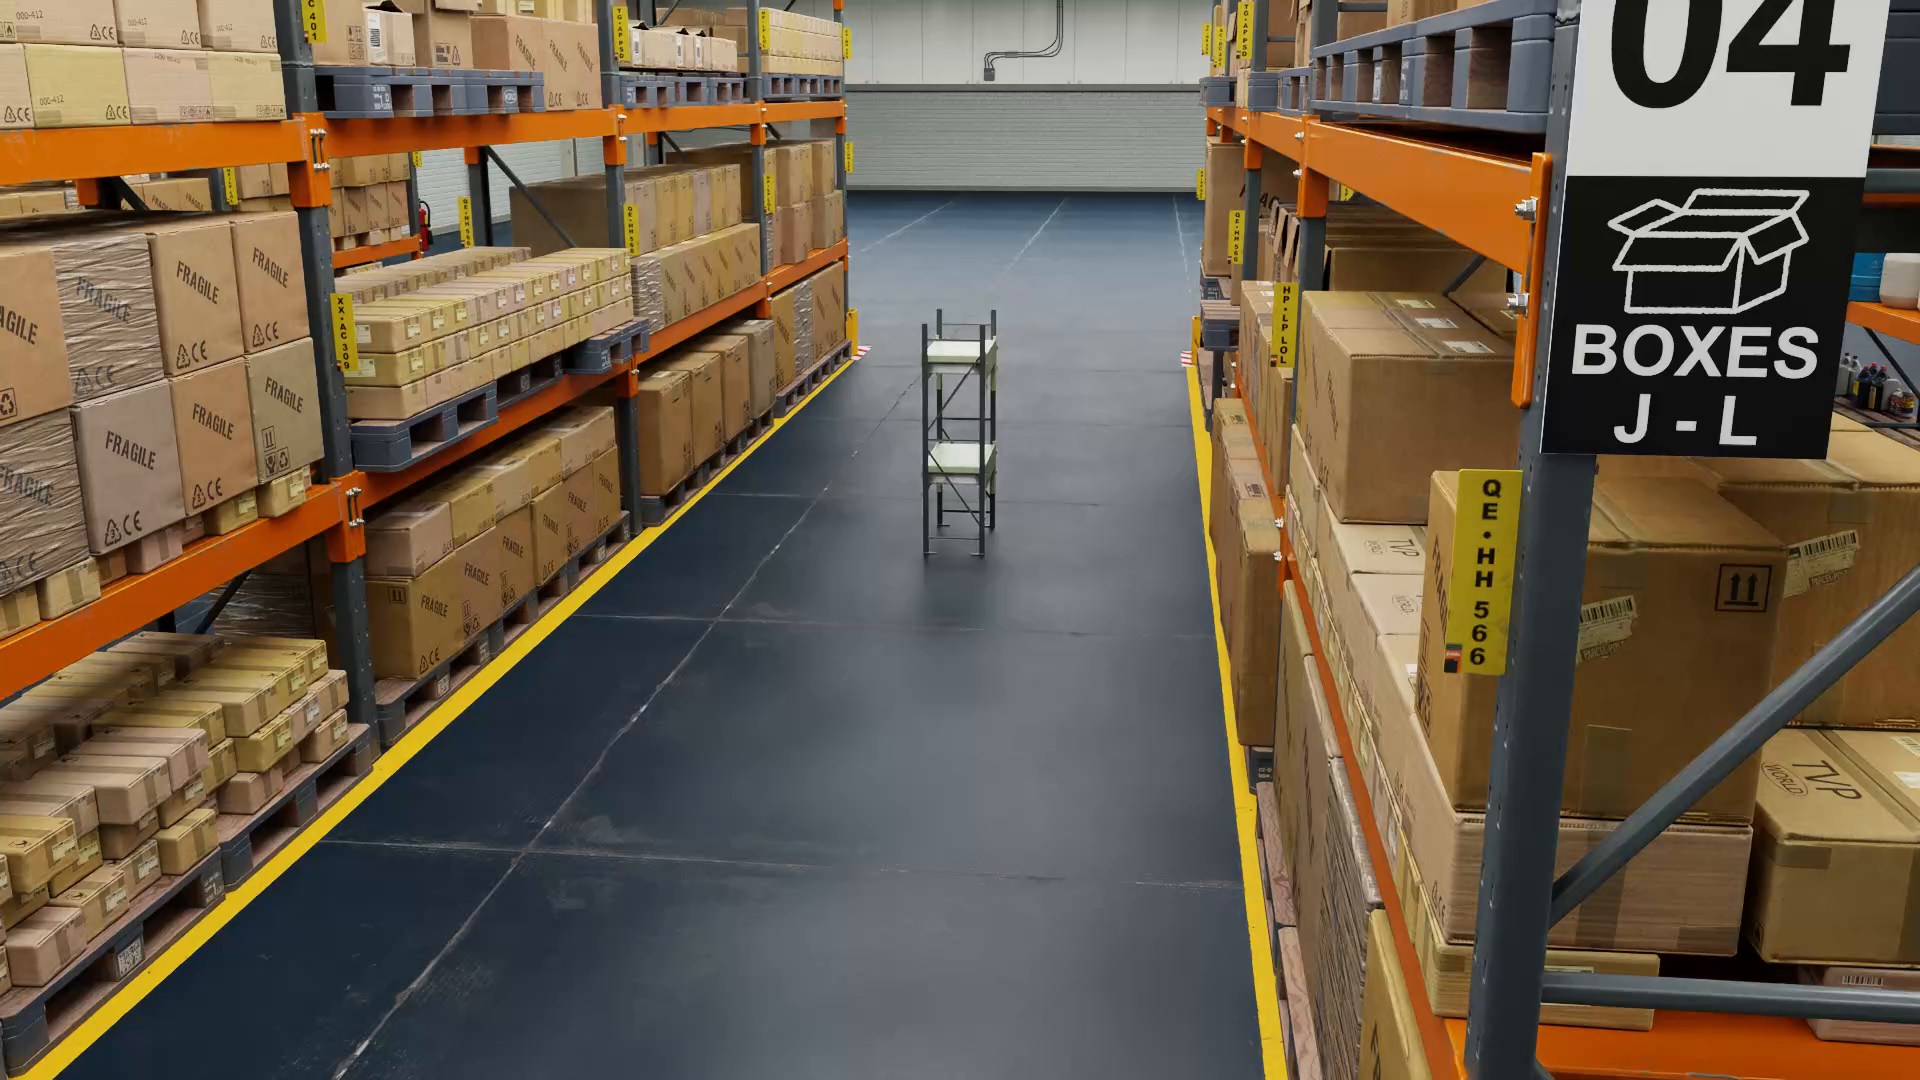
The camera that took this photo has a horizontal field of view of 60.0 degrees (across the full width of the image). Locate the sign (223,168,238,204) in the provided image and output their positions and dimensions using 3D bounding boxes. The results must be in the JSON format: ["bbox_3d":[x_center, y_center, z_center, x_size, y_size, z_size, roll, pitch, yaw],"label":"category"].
[{"bbox_3d":[-6.598,-3.203,15.042,0.100,0.325,0.005,2,15,6],"label":"sign"}]

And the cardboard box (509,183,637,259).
[{"bbox_3d":[-2.611,-2.149,11.257,0.700,0.500,0.500,2,15,6],"label":"cardboard box"}]

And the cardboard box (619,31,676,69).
[{"bbox_3d":[-2.315,-3.440,11.683,0.500,0.250,0.500,2,15,8],"label":"cardboard box"}]

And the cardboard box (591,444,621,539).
[{"bbox_3d":[-2.486,-0.320,10.583,0.500,0.500,0.500,2,15,6],"label":"cardboard box"}]

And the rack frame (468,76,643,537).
[{"bbox_3d":[-2.672,-1.502,10.972,1.000,3.000,0.127,2,15,6],"label":"rack frame"}]

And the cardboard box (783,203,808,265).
[{"bbox_3d":[-1.973,-2.988,16.179,0.875,0.550,0.550,2,15,6],"label":"cardboard box"}]

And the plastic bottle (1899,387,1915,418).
[{"bbox_3d":[8.089,-1.187,14.188,0.097,0.271,0.097,0,15,0],"label":"plastic bottle"}]

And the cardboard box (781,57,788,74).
[{"bbox_3d":[-1.785,-4.334,15.181,0.380,0.149,0.250,2,15,6],"label":"cardboard box"}]

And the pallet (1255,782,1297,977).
[{"bbox_3d":[1.630,1.248,6.141,1.003,0.211,1.213,2,15,6],"label":"pallet"}]

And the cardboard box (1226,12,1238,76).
[{"bbox_3d":[2.545,-3.949,13.271,0.797,0.503,0.637,1,15,3],"label":"cardboard box"}]

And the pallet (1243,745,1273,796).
[{"bbox_3d":[1.806,0.851,7.610,1.003,0.211,1.213,2,15,6],"label":"pallet"}]

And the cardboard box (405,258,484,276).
[{"bbox_3d":[-3.007,-1.555,9.703,0.380,0.149,0.250,1,15,4],"label":"cardboard box"}]

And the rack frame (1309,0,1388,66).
[{"bbox_3d":[1.794,-3.189,5.715,1.000,3.000,0.127,2,15,6],"label":"rack frame"}]

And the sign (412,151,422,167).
[{"bbox_3d":[-6.150,-4.387,18.815,0.100,0.325,0.005,2,15,6],"label":"sign"}]

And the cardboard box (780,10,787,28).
[{"bbox_3d":[-1.785,-4.719,15.077,0.380,0.149,0.250,2,15,6],"label":"cardboard box"}]

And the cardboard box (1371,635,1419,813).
[{"bbox_3d":[1.191,0.409,3.622,0.500,0.250,0.500,1,15,5],"label":"cardboard box"}]

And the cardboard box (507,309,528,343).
[{"bbox_3d":[-2.478,-1.119,8.661,0.380,0.149,0.250,1,15,5],"label":"cardboard box"}]

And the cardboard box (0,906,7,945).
[{"bbox_3d":[-3.161,1.204,5.051,0.380,0.149,0.250,1,15,4],"label":"cardboard box"}]

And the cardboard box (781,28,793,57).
[{"bbox_3d":[-1.832,-4.559,15.252,0.500,0.250,0.500,2,15,6],"label":"cardboard box"}]

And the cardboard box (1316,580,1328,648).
[{"bbox_3d":[1.284,0.232,5.040,0.380,0.149,0.250,2,15,7],"label":"cardboard box"}]

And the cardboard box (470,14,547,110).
[{"bbox_3d":[-2.588,-2.583,9.031,0.500,0.500,0.500,2,15,6],"label":"cardboard box"}]

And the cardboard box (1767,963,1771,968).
[{"bbox_3d":[1.738,0.717,3.245,0.380,0.149,0.250,1,15,5],"label":"cardboard box"}]

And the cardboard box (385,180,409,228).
[{"bbox_3d":[-6.486,-3.740,18.485,0.500,0.500,0.500,1,15,5],"label":"cardboard box"}]

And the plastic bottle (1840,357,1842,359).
[{"bbox_3d":[8.242,-1.603,15.718,0.152,0.276,0.135,2,15,7],"label":"plastic bottle"}]

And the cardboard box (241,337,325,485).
[{"bbox_3d":[-2.897,-0.523,6.588,0.500,0.500,0.500,2,15,6],"label":"cardboard box"}]

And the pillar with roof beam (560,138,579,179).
[{"bbox_3d":[-5.620,-12.682,40.823,9.100,9.000,0.400,2,15,6],"label":"pillar with roof beam"}]

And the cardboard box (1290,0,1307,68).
[{"bbox_3d":[2.248,-2.870,9.282,0.797,0.503,0.637,3,15,10],"label":"cardboard box"}]

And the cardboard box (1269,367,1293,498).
[{"bbox_3d":[1.575,-0.470,6.963,0.500,0.500,0.500,2,15,6],"label":"cardboard box"}]

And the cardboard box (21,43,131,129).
[{"bbox_3d":[-3.035,-1.444,5.298,0.500,0.250,0.500,2,15,6],"label":"cardboard box"}]

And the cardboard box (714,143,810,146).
[{"bbox_3d":[-2.018,-3.789,17.073,0.875,0.550,0.550,2,15,6],"label":"cardboard box"}]

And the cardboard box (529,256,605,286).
[{"bbox_3d":[-2.331,-1.597,9.860,0.380,0.149,0.250,2,15,8],"label":"cardboard box"}]

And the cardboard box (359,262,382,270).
[{"bbox_3d":[-6.505,-2.935,18.052,0.380,0.149,0.250,2,15,8],"label":"cardboard box"}]

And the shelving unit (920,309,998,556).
[{"bbox_3d":[0.001,-0.726,10.973,0.431,1.500,0.755,2,15,6],"label":"shelving unit"}]

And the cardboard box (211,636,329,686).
[{"bbox_3d":[-2.904,0.521,7.005,0.380,0.149,0.250,2,15,8],"label":"cardboard box"}]

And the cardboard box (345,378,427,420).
[{"bbox_3d":[-2.622,-0.635,7.441,0.380,0.149,0.250,1,15,4],"label":"cardboard box"}]

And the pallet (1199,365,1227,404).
[{"bbox_3d":[2.872,-1.514,16.356,1.003,0.211,1.213,2,15,6],"label":"pallet"}]

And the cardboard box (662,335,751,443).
[{"bbox_3d":[-2.314,-1.243,13.517,1.050,0.750,0.750,2,15,6],"label":"cardboard box"}]

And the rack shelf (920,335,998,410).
[{"bbox_3d":[0.001,-1.102,10.871,0.431,0.370,0.720,2,15,6],"label":"rack shelf"}]

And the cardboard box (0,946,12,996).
[{"bbox_3d":[-3.156,1.353,5.070,0.380,0.149,0.250,2,15,6],"label":"cardboard box"}]

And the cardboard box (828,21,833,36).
[{"bbox_3d":[-1.528,-5.311,17.269,0.380,0.149,0.250,2,15,7],"label":"cardboard box"}]

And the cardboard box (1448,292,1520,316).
[{"bbox_3d":[2.008,-0.599,5.910,0.500,0.500,0.500,2,15,8],"label":"cardboard box"}]

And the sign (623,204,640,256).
[{"bbox_3d":[-2.131,-2.010,10.781,0.100,0.325,0.005,2,15,6],"label":"sign"}]

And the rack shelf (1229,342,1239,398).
[{"bbox_3d":[2.471,-1.501,12.347,1.077,0.370,4.000,2,15,6],"label":"rack shelf"}]

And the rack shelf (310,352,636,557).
[{"bbox_3d":[-2.897,-0.636,9.147,1.077,0.370,4.000,2,15,6],"label":"rack shelf"}]

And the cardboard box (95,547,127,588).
[{"bbox_3d":[-3.069,0.077,5.613,0.380,0.149,0.250,1,15,5],"label":"cardboard box"}]

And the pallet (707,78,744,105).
[{"bbox_3d":[-2.275,-3.656,13.557,0.805,0.209,1.217,1,15,4],"label":"pallet"}]

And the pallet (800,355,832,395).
[{"bbox_3d":[-1.922,-1.706,17.066,1.003,0.211,1.213,2,15,6],"label":"pallet"}]

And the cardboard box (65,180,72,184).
[{"bbox_3d":[-7.544,-2.811,14.245,0.500,0.500,0.500,2,15,6],"label":"cardboard box"}]

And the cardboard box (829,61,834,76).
[{"bbox_3d":[-1.527,-4.927,17.374,0.380,0.149,0.250,2,15,7],"label":"cardboard box"}]

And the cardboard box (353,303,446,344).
[{"bbox_3d":[-2.596,-0.995,7.631,0.380,0.149,0.250,2,15,8],"label":"cardboard box"}]

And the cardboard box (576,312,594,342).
[{"bbox_3d":[-2.361,-1.247,9.703,0.380,0.149,0.250,1,15,6],"label":"cardboard box"}]

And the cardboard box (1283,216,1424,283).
[{"bbox_3d":[2.001,-1.330,8.222,0.797,0.503,0.637,2,15,8],"label":"cardboard box"}]

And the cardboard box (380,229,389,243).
[{"bbox_3d":[-6.497,-3.337,18.239,0.380,0.149,0.250,1,15,5],"label":"cardboard box"}]
